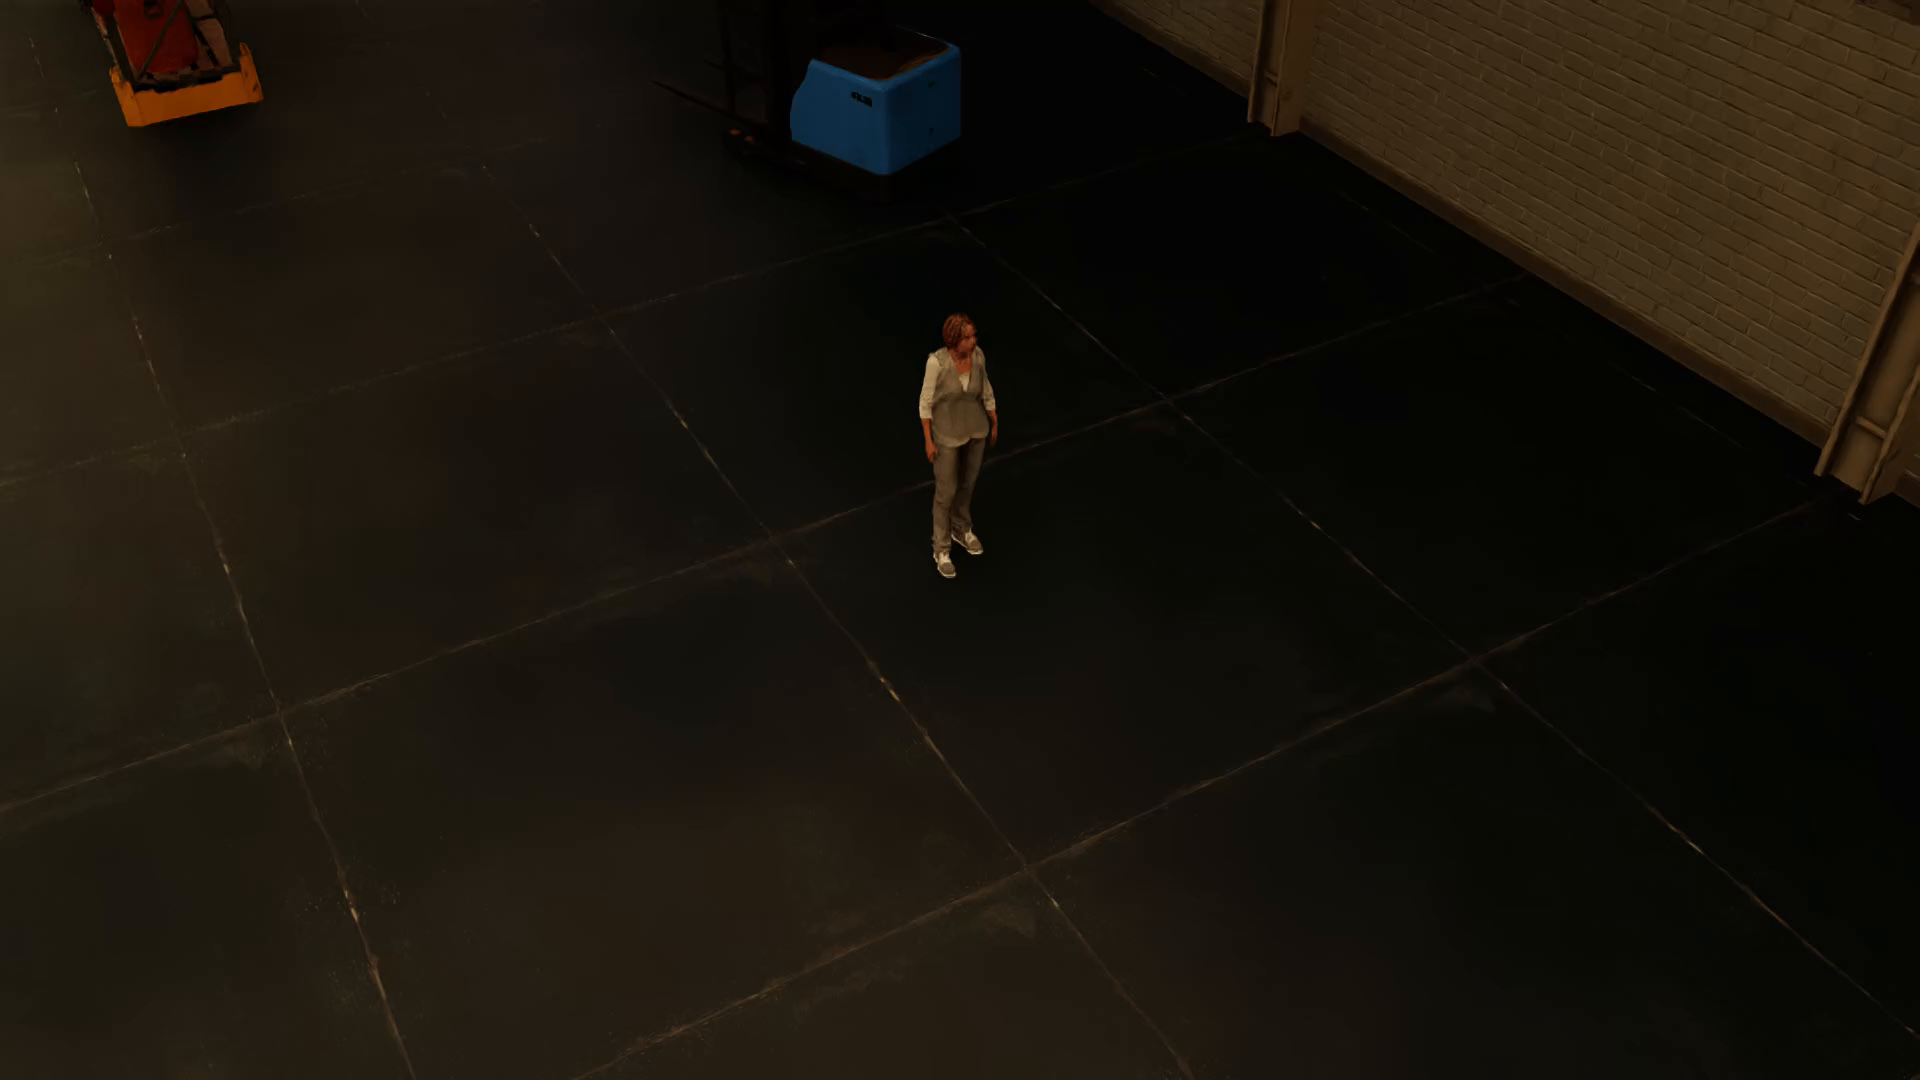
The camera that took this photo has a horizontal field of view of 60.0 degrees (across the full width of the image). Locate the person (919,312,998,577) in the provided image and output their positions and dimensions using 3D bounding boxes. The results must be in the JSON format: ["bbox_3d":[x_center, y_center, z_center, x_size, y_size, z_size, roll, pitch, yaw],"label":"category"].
[{"bbox_3d":[0.025,-0.569,9.768,0.521,1.583,0.474,-20,44,-23],"label":"person"}]

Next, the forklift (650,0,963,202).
[{"bbox_3d":[-1.428,-4.668,13.664,3.031,2.935,1.130,28,47,30],"label":"forklift"}]
